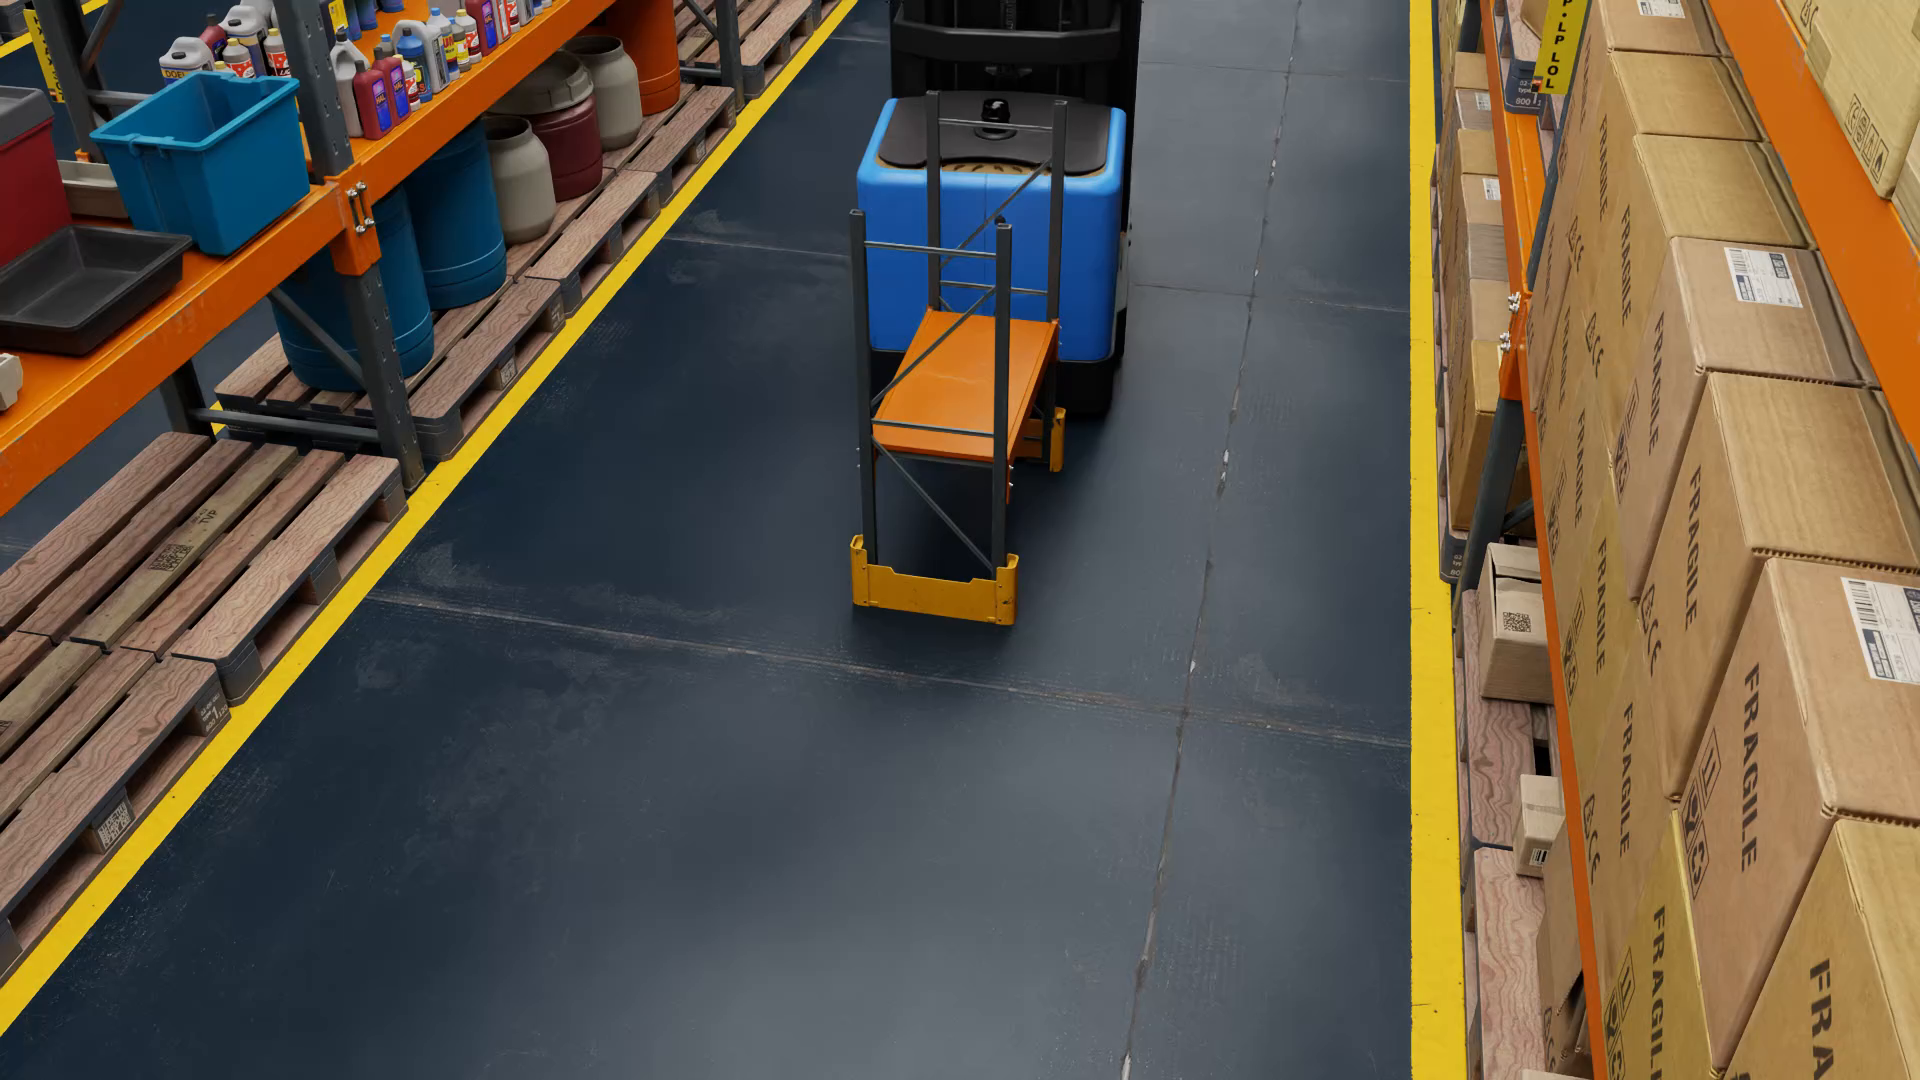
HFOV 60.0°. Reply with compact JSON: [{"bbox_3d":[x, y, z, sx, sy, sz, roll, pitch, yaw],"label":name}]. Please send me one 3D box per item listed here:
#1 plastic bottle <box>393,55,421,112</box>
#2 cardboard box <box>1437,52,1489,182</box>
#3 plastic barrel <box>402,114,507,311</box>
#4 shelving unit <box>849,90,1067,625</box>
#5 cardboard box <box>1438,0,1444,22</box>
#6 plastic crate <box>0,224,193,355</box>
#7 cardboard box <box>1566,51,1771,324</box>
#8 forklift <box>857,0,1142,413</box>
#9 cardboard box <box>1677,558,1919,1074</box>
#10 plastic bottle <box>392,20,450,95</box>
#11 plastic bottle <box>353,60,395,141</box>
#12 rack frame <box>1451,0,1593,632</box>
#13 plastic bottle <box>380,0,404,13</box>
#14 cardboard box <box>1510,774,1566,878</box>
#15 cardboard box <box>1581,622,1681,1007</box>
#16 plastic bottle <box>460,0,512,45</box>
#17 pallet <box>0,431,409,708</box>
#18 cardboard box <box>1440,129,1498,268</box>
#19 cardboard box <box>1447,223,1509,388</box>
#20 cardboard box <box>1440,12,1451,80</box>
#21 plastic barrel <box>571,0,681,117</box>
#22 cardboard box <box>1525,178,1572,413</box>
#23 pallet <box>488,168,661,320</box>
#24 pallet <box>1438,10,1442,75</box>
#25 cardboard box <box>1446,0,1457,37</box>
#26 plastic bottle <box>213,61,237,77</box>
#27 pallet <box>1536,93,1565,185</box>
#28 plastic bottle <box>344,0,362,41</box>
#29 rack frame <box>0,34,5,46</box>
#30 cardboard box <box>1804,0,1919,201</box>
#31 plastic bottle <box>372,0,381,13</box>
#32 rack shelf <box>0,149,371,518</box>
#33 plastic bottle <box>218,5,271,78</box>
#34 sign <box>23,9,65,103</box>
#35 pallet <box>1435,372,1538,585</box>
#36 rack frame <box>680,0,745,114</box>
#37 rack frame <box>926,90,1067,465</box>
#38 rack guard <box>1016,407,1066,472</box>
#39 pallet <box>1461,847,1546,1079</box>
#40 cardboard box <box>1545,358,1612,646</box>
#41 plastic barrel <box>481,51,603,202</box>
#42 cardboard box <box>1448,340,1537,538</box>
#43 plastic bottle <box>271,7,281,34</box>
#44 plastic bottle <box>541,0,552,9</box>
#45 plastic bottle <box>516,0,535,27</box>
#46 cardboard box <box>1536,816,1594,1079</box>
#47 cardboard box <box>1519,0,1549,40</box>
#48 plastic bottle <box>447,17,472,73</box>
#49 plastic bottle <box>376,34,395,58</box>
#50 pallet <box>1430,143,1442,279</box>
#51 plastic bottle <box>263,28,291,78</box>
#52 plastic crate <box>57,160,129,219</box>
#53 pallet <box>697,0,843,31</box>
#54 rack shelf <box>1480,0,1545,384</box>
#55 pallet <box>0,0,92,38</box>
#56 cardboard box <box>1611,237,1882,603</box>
[{"bbox_3d":[-2.087,-1.713,6.227,0.097,0.201,0.097,0,36,0],"label":"plastic bottle"},{"bbox_3d":[2.699,-2.103,8.351,0.500,0.500,0.500,9,37,12],"label":"cardboard box"},{"bbox_3d":[-2.333,-1.528,7.233,0.600,0.901,0.708,7,37,10],"label":"plastic barrel"},{"bbox_3d":[0.016,-0.651,5.870,0.587,1.500,1.083,7,37,10],"label":"shelving unit"},{"bbox_3d":[3.274,-3.430,10.412,0.500,0.250,0.500,8,37,11],"label":"cardboard box"},{"bbox_3d":[-2.594,-0.730,4.884,0.437,0.125,0.590,7,37,10],"label":"plastic crate"},{"bbox_3d":[1.736,-0.784,3.838,0.500,0.500,0.500,6,36,9],"label":"cardboard box"},{"bbox_3d":[0.266,-2.561,7.286,1.130,2.935,3.031,4,36,5],"label":"forklift"},{"bbox_3d":[1.300,0.399,2.206,0.500,0.500,0.500,8,37,11],"label":"cardboard box"},{"bbox_3d":[-2.068,-1.869,6.379,0.152,0.276,0.135,7,37,10],"label":"plastic bottle"},{"bbox_3d":[-2.122,-1.602,6.003,0.061,0.283,0.133,7,37,10],"label":"plastic bottle"},{"bbox_3d":[2.221,-0.869,4.893,1.000,3.000,0.127,7,37,10],"label":"rack frame"},{"bbox_3d":[-2.459,-2.410,7.129,0.097,0.271,0.097,0,36,0],"label":"plastic bottle"},{"bbox_3d":[1.745,0.811,4.615,0.380,0.166,0.250,7,37,10],"label":"cardboard box"},{"bbox_3d":[1.416,0.509,2.906,0.500,0.500,0.500,8,37,10],"label":"cardboard box"},{"bbox_3d":[-1.948,-2.190,6.822,0.152,0.276,0.135,7,37,10],"label":"plastic bottle"},{"bbox_3d":[-2.736,0.063,5.983,1.003,0.211,1.213,7,37,10],"label":"pallet"},{"bbox_3d":[2.481,-1.515,7.540,0.500,0.500,0.500,7,36,9],"label":"cardboard box"},{"bbox_3d":[2.268,-0.924,6.724,0.500,0.500,0.500,8,37,11],"label":"cardboard box"},{"bbox_3d":[3.056,-2.847,9.608,0.500,0.250,0.500,7,37,9],"label":"cardboard box"},{"bbox_3d":[-1.850,-2.794,9.041,0.600,0.830,0.708,7,37,10],"label":"plastic barrel"},{"bbox_3d":[1.846,-0.652,4.508,0.500,0.500,0.500,8,37,11],"label":"cardboard box"},{"bbox_3d":[-2.153,-1.502,8.142,1.003,0.211,1.213,7,37,10],"label":"pallet"},{"bbox_3d":[3.552,-3.198,10.482,1.003,0.211,1.213,7,37,10],"label":"pallet"},{"bbox_3d":[3.052,-3.076,9.446,0.500,0.311,0.500,7,36,9],"label":"cardboard box"},{"bbox_3d":[-2.723,-1.673,6.172,0.097,0.201,0.097,0,36,0],"label":"plastic bottle"},{"bbox_3d":[2.499,-1.236,5.563,1.003,0.211,1.213,7,37,10],"label":"pallet"},{"bbox_3d":[-2.537,-2.200,6.839,0.097,0.271,0.097,0,36,0],"label":"plastic bottle"},{"bbox_3d":[-6.601,-4.406,9.773,1.000,3.000,0.127,7,37,10],"label":"rack frame"},{"bbox_3d":[1.431,-0.631,2.136,0.500,0.250,0.500,7,37,10],"label":"cardboard box"},{"bbox_3d":[-2.585,-2.417,7.135,0.152,0.276,0.135,7,37,10],"label":"plastic bottle"},{"bbox_3d":[-3.044,-0.054,4.382,1.077,0.370,4.000,7,37,10],"label":"rack shelf"},{"bbox_3d":[-2.771,-1.918,6.446,0.152,0.276,0.135,7,37,10],"label":"plastic bottle"},{"bbox_3d":[-3.154,-1.674,5.768,0.100,0.325,0.005,7,37,10],"label":"sign"},{"bbox_3d":[2.358,-0.211,6.362,1.003,0.211,1.213,7,37,10],"label":"pallet"},{"bbox_3d":[-1.763,-3.785,8.917,1.000,3.000,0.127,7,37,10],"label":"rack frame"},{"bbox_3d":[0.127,-0.948,6.279,0.500,1.500,0.032,7,37,10],"label":"rack frame"},{"bbox_3d":[0.123,-0.430,6.631,0.587,0.250,0.087,7,37,10],"label":"rack guard"},{"bbox_3d":[1.815,1.355,4.201,1.003,0.211,1.213,7,37,10],"label":"pallet"},{"bbox_3d":[1.631,-0.071,3.707,0.500,0.500,0.500,7,37,10],"label":"cardboard box"},{"bbox_3d":[-2.092,-2.049,8.218,0.600,0.588,0.708,7,37,10],"label":"plastic barrel"},{"bbox_3d":[2.047,-0.354,5.938,0.500,0.500,0.500,7,37,10],"label":"cardboard box"},{"bbox_3d":[-2.599,-2.022,6.526,0.144,0.351,0.185,7,37,10],"label":"plastic bottle"},{"bbox_3d":[-1.826,-2.440,7.171,0.097,0.271,0.097,0,36,0],"label":"plastic bottle"},{"bbox_3d":[-1.899,-2.323,7.005,0.152,0.276,0.135,7,37,10],"label":"plastic bottle"},{"bbox_3d":[1.825,1.041,4.010,0.797,0.503,0.637,7,37,10],"label":"cardboard box"},{"bbox_3d":[2.538,-2.100,6.149,0.700,0.500,0.500,-1,36,-2],"label":"cardboard box"},{"bbox_3d":[-1.995,-1.958,6.565,0.097,0.201,0.097,0,36,0],"label":"plastic bottle"},{"bbox_3d":[-2.194,-1.844,6.408,0.097,0.201,0.097,0,36,0],"label":"plastic bottle"},{"bbox_3d":[2.879,-1.610,8.292,1.003,0.211,1.213,7,37,10],"label":"pallet"},{"bbox_3d":[-2.645,-1.883,6.461,0.097,0.201,0.097,0,36,0],"label":"plastic bottle"},{"bbox_3d":[-2.856,-1.161,5.469,0.396,0.136,0.243,7,37,10],"label":"plastic crate"},{"bbox_3d":[-1.296,-3.793,11.303,1.003,0.211,1.213,7,37,10],"label":"pallet"},{"bbox_3d":[2.649,-1.724,6.686,1.077,0.370,4.000,7,37,10],"label":"rack shelf"},{"bbox_3d":[-6.433,-3.725,11.210,1.003,0.211,1.213,7,37,10],"label":"pallet"},{"bbox_3d":[1.516,-0.193,3.023,0.500,0.500,0.500,8,37,11],"label":"cardboard box"}]
